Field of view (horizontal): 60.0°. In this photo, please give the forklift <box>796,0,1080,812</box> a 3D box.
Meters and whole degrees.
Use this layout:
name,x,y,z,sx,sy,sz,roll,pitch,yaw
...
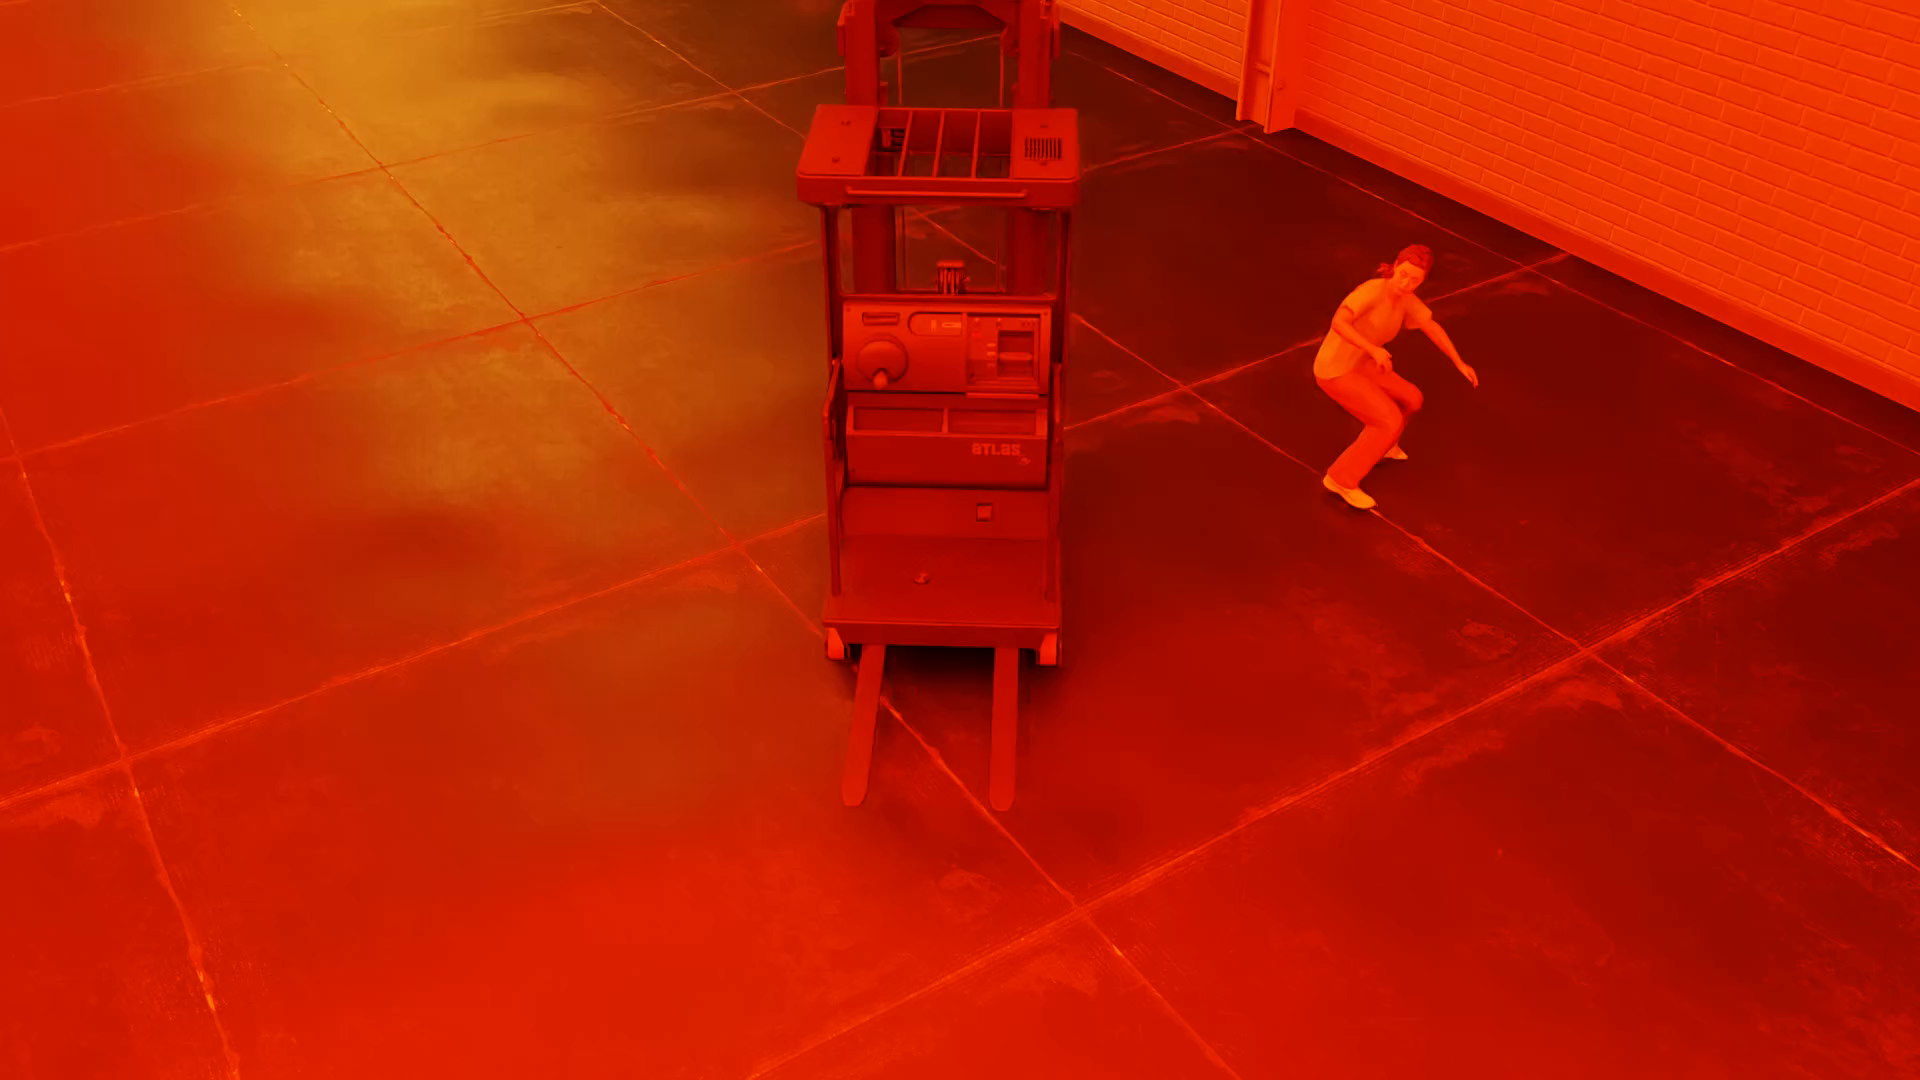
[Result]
name,x,y,z,sx,sy,sz,roll,pitch,yaw
forklift,-0.067,-0.797,7.282,1.130,2.935,3.031,1,35,2

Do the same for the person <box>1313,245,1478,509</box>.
name,x,y,z,sx,sy,sz,roll,pitch,yaw
person,2.276,-0.880,8.766,0.749,1.434,0.771,23,41,29
